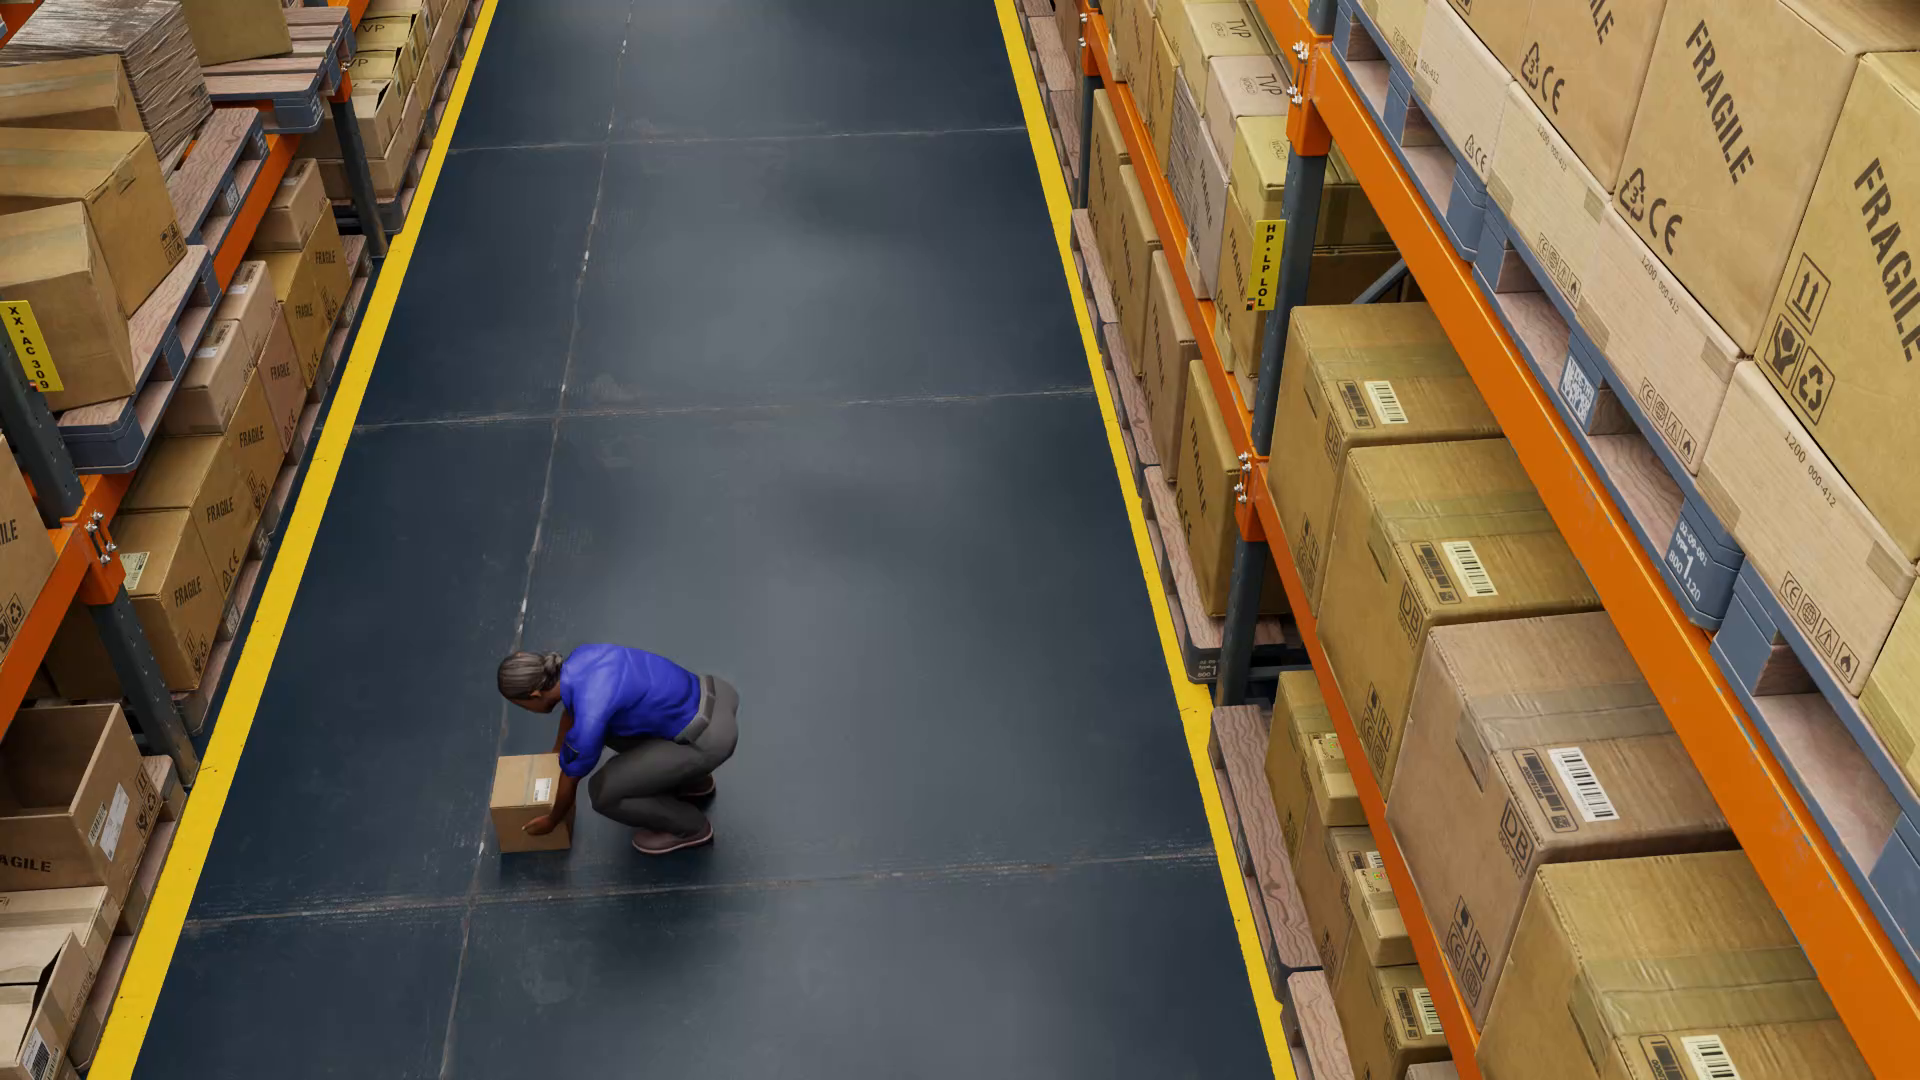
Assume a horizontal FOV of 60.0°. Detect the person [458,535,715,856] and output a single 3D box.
[{"bbox_3d":[-1.235,0.513,5.758,0.758,1.382,0.410,-4,40,-5],"label":"person"}]
